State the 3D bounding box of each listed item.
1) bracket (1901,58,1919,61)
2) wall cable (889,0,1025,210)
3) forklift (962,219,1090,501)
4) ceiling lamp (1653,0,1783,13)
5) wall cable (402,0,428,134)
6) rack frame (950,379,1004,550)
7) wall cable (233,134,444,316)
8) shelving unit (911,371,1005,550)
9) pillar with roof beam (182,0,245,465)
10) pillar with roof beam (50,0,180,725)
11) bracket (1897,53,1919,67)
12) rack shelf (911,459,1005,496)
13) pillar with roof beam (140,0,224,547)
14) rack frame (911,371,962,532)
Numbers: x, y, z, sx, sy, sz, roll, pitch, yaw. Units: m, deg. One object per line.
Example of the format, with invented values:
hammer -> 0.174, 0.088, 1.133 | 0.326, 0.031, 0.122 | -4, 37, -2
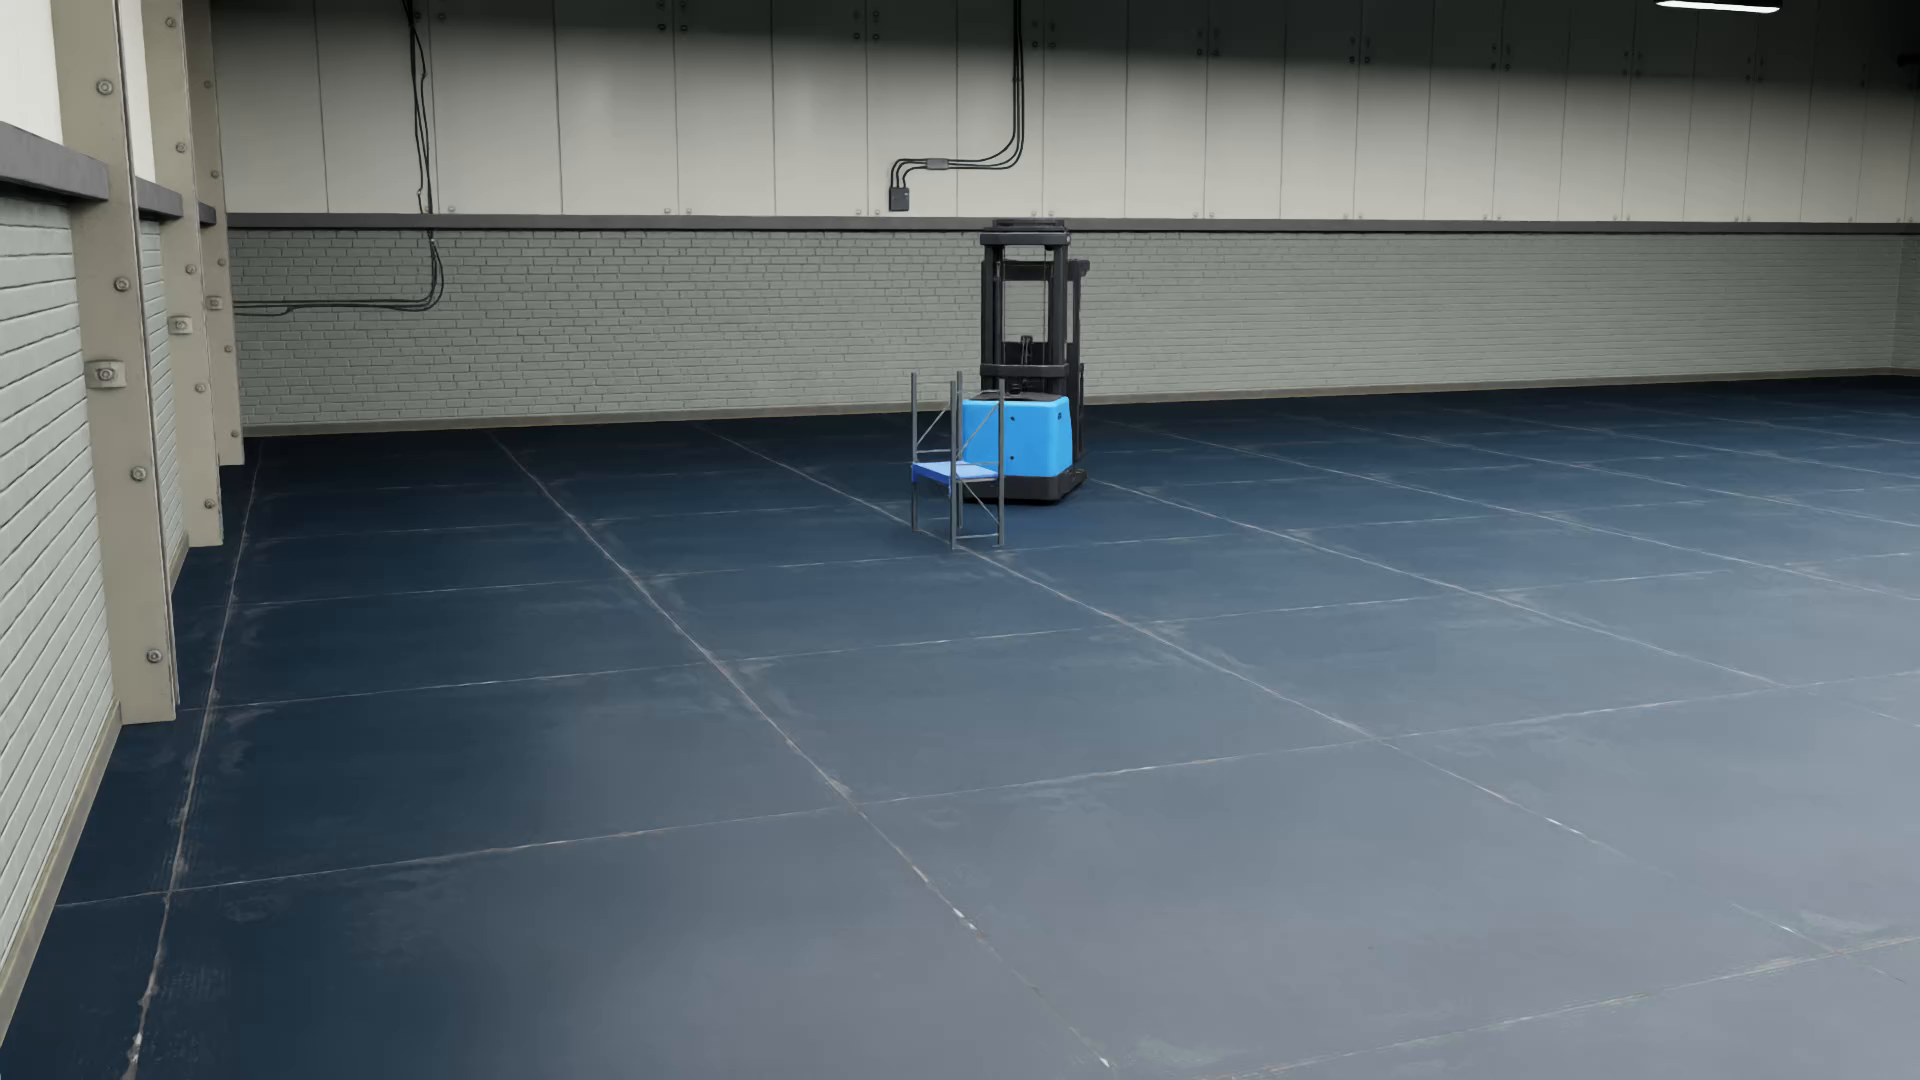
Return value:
bracket -> 19.193, -9.493, 32.644 | 0.076, 0.066, 3.189 | -4, 11, -21
wall cable -> -0.021, -8.225, 26.084 | 2.305, 6.003, 0.169 | -4, 11, -21
forklift -> 0.828, -2.062, 18.474 | 1.130, 2.935, 3.031 | 2, 10, 13
ceiling lamp -> 10.254, -8.848, 22.627 | 2.000, 3.185, 0.800 | -4, 11, -21
wall cable -> -6.354, -7.080, 23.804 | 3.097, 2.526, 0.112 | -4, 11, -21
rack frame -> 0.153, -0.669, 14.730 | 0.500, 1.500, 0.032 | -4, 11, -21
wall cable -> -8.875, -4.422, 23.281 | 3.097, 2.526, 0.112 | -4, 11, -21
shelving unit -> -0.031, -0.752, 15.197 | 0.538, 1.500, 1.048 | -4, 11, -21
pillar with roof beam -> -5.028, -5.659, 21.370 | 9.100, 9.000, 0.400 | -4, 11, -21
pillar with roof beam -> -0.679, -3.700, 10.358 | 9.100, 9.000, 0.400 | -4, 11, -21
bracket -> 18.979, -9.589, 33.186 | 0.235, 0.232, 0.430 | -4, 11, -21
rack shelf -> -0.031, -0.575, 15.228 | 0.538, 0.185, 1.000 | -4, 11, -21
pillar with roof beam -> -2.854, -4.680, 15.864 | 9.100, 9.000, 0.400 | -4, 11, -21
rack frame -> -0.215, -0.835, 15.663 | 0.500, 1.500, 0.032 | -4, 11, -21
